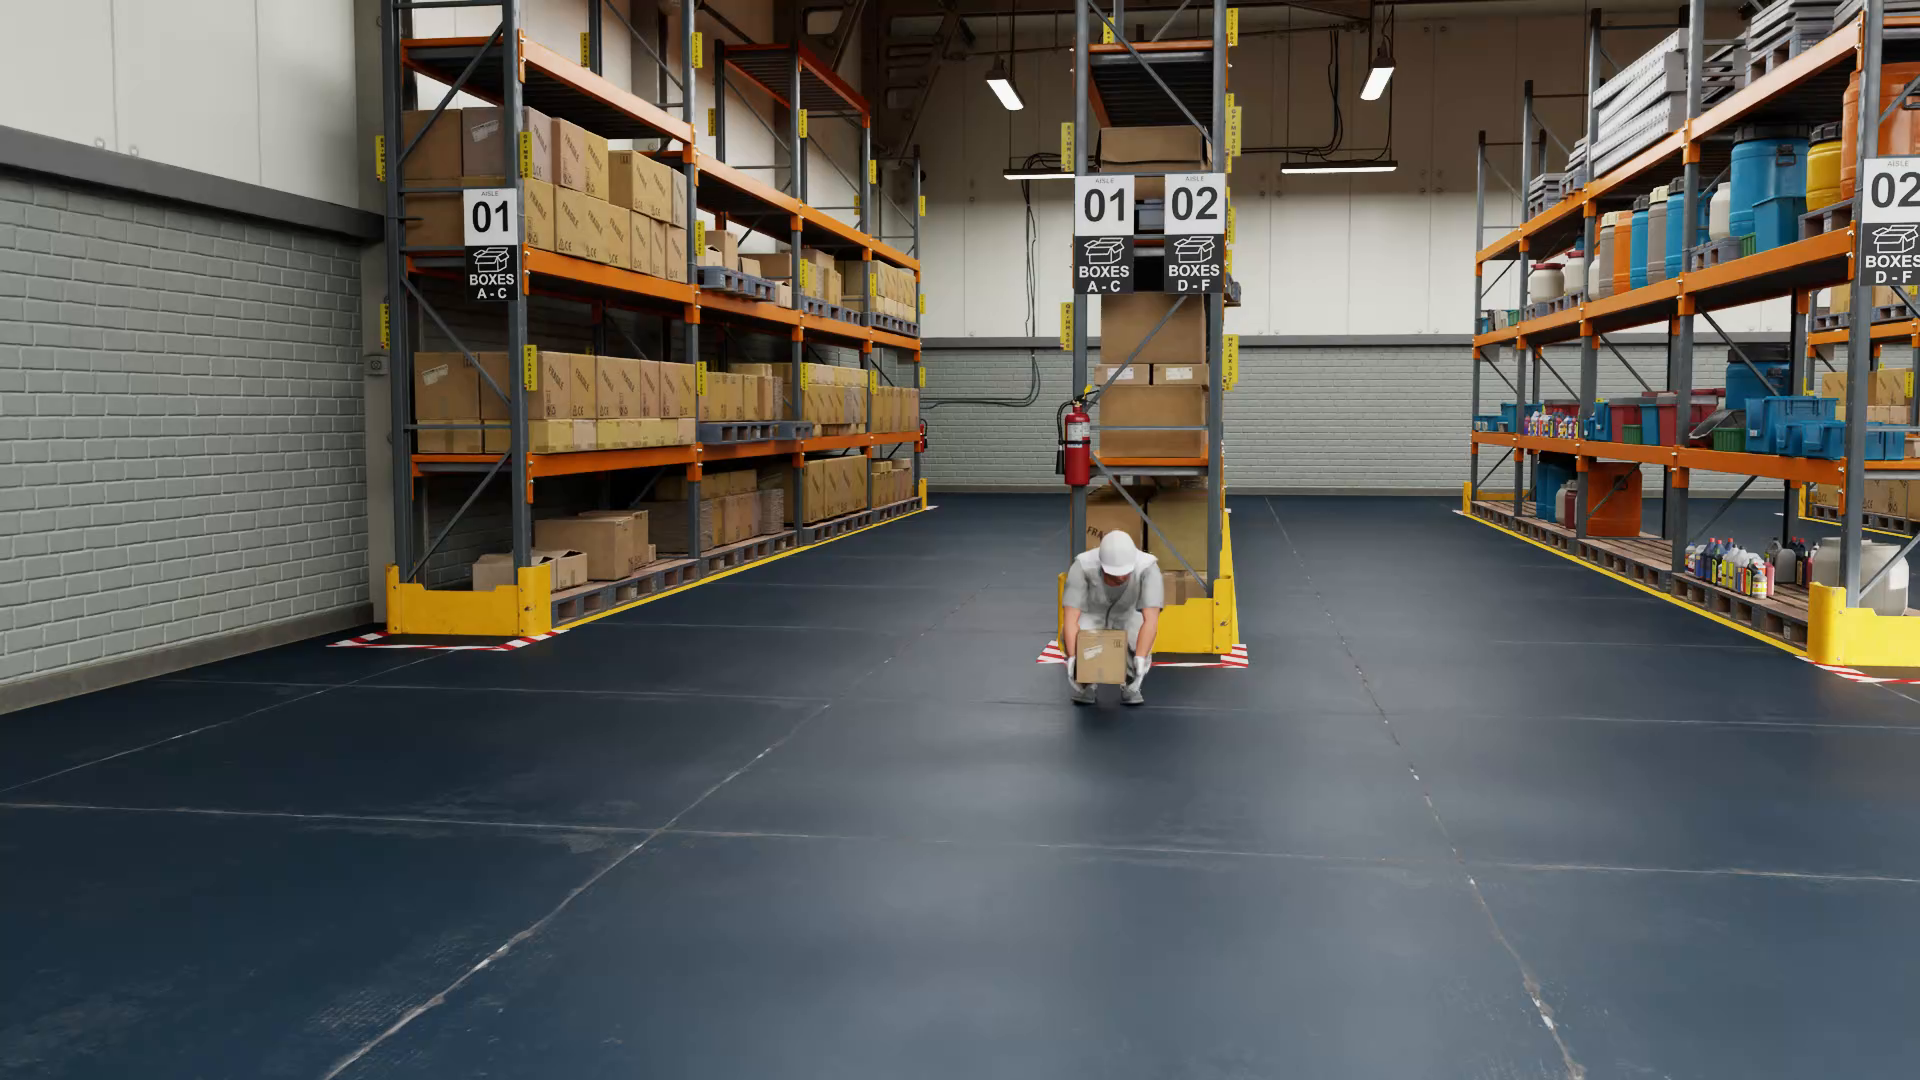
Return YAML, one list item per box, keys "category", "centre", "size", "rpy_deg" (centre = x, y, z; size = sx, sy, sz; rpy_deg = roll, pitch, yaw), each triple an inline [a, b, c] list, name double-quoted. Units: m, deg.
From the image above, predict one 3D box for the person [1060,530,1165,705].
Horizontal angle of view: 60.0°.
- category: "person"
  centre: [0.836, 0.422, 9.124]
  size: [0.573, 0.998, 0.882]
  rpy_deg: [1, 4, 9]
